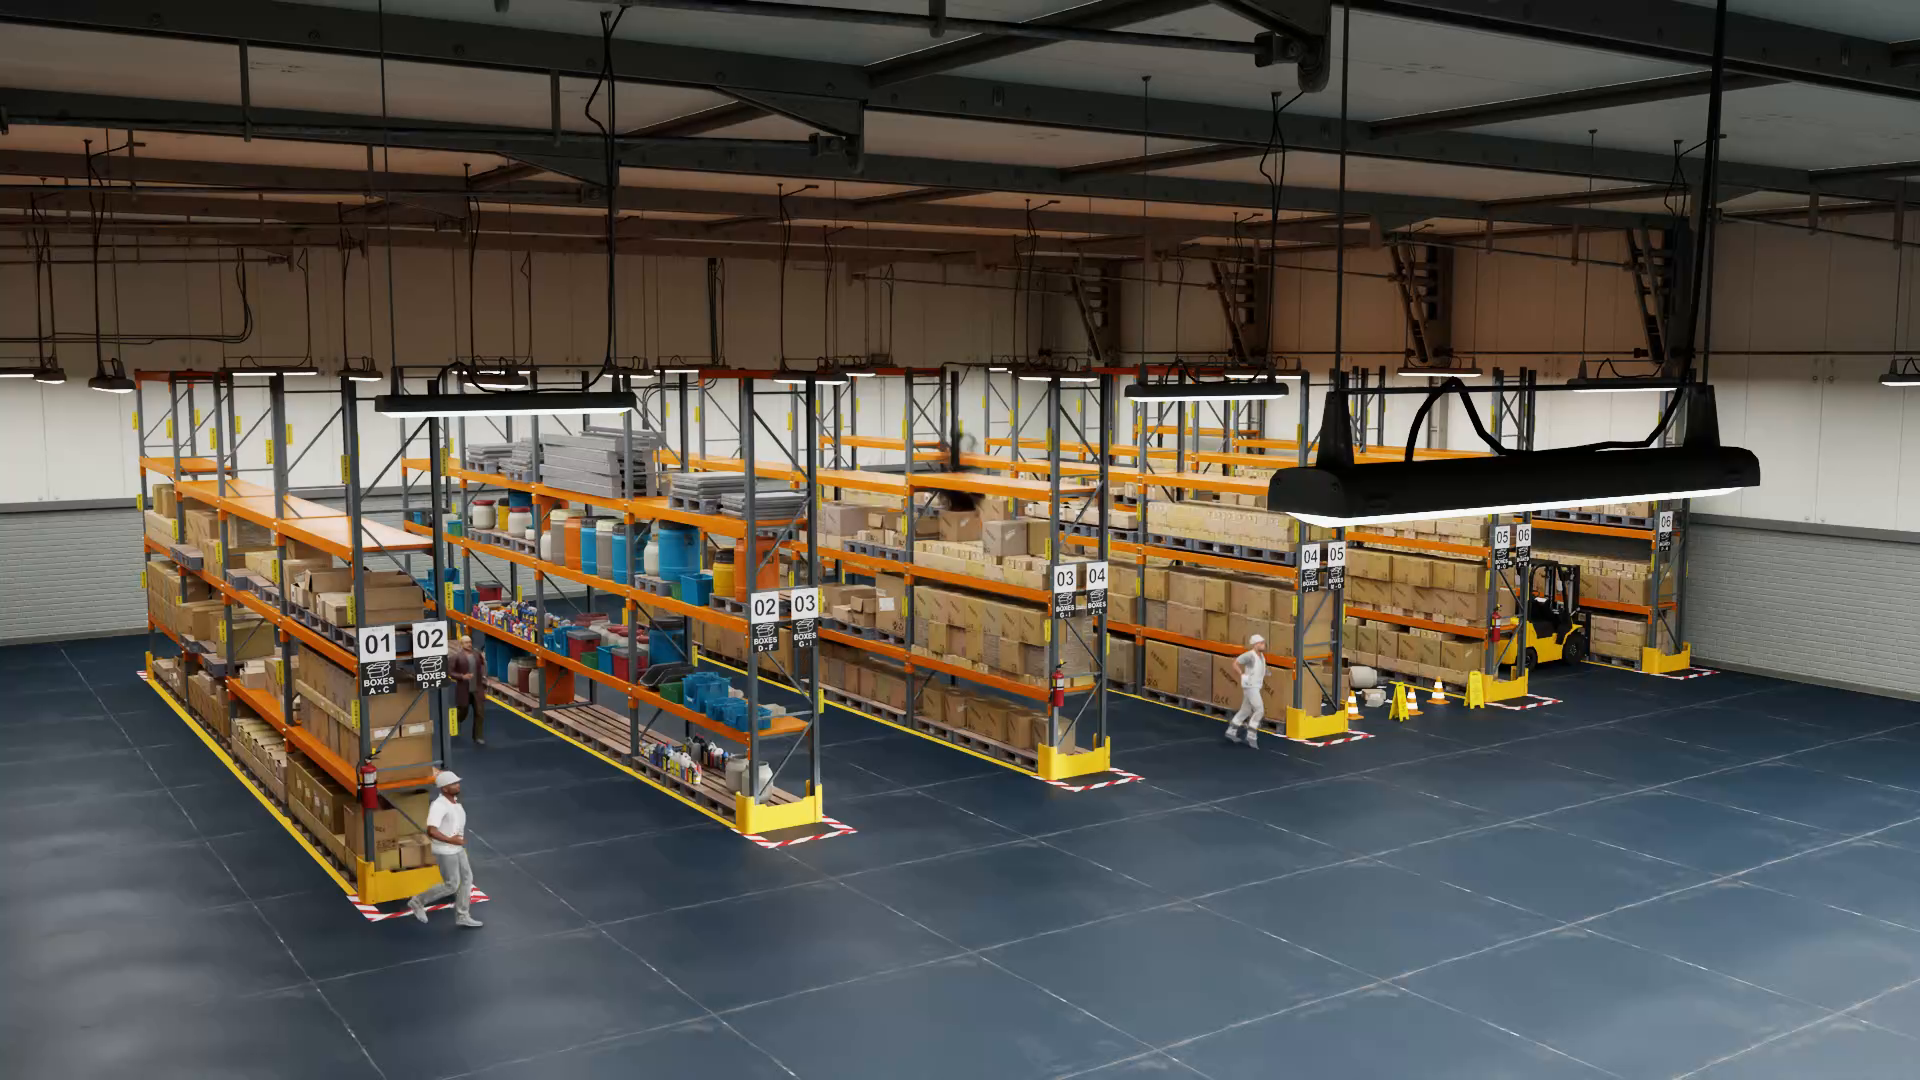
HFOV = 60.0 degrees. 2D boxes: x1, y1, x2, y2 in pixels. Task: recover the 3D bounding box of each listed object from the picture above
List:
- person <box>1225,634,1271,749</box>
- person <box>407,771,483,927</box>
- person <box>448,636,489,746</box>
[{"bbox_3d":[4.688,2.439,26.914,0.708,1.849,0.652,4,7,29],"label":"person"},{"bbox_3d":[-5.678,3.409,18.285,0.794,1.767,0.722,-1,7,-9],"label":"person"},{"bbox_3d":[-7.964,2.421,26.941,0.714,1.750,0.958,-5,8,-38],"label":"person"}]
